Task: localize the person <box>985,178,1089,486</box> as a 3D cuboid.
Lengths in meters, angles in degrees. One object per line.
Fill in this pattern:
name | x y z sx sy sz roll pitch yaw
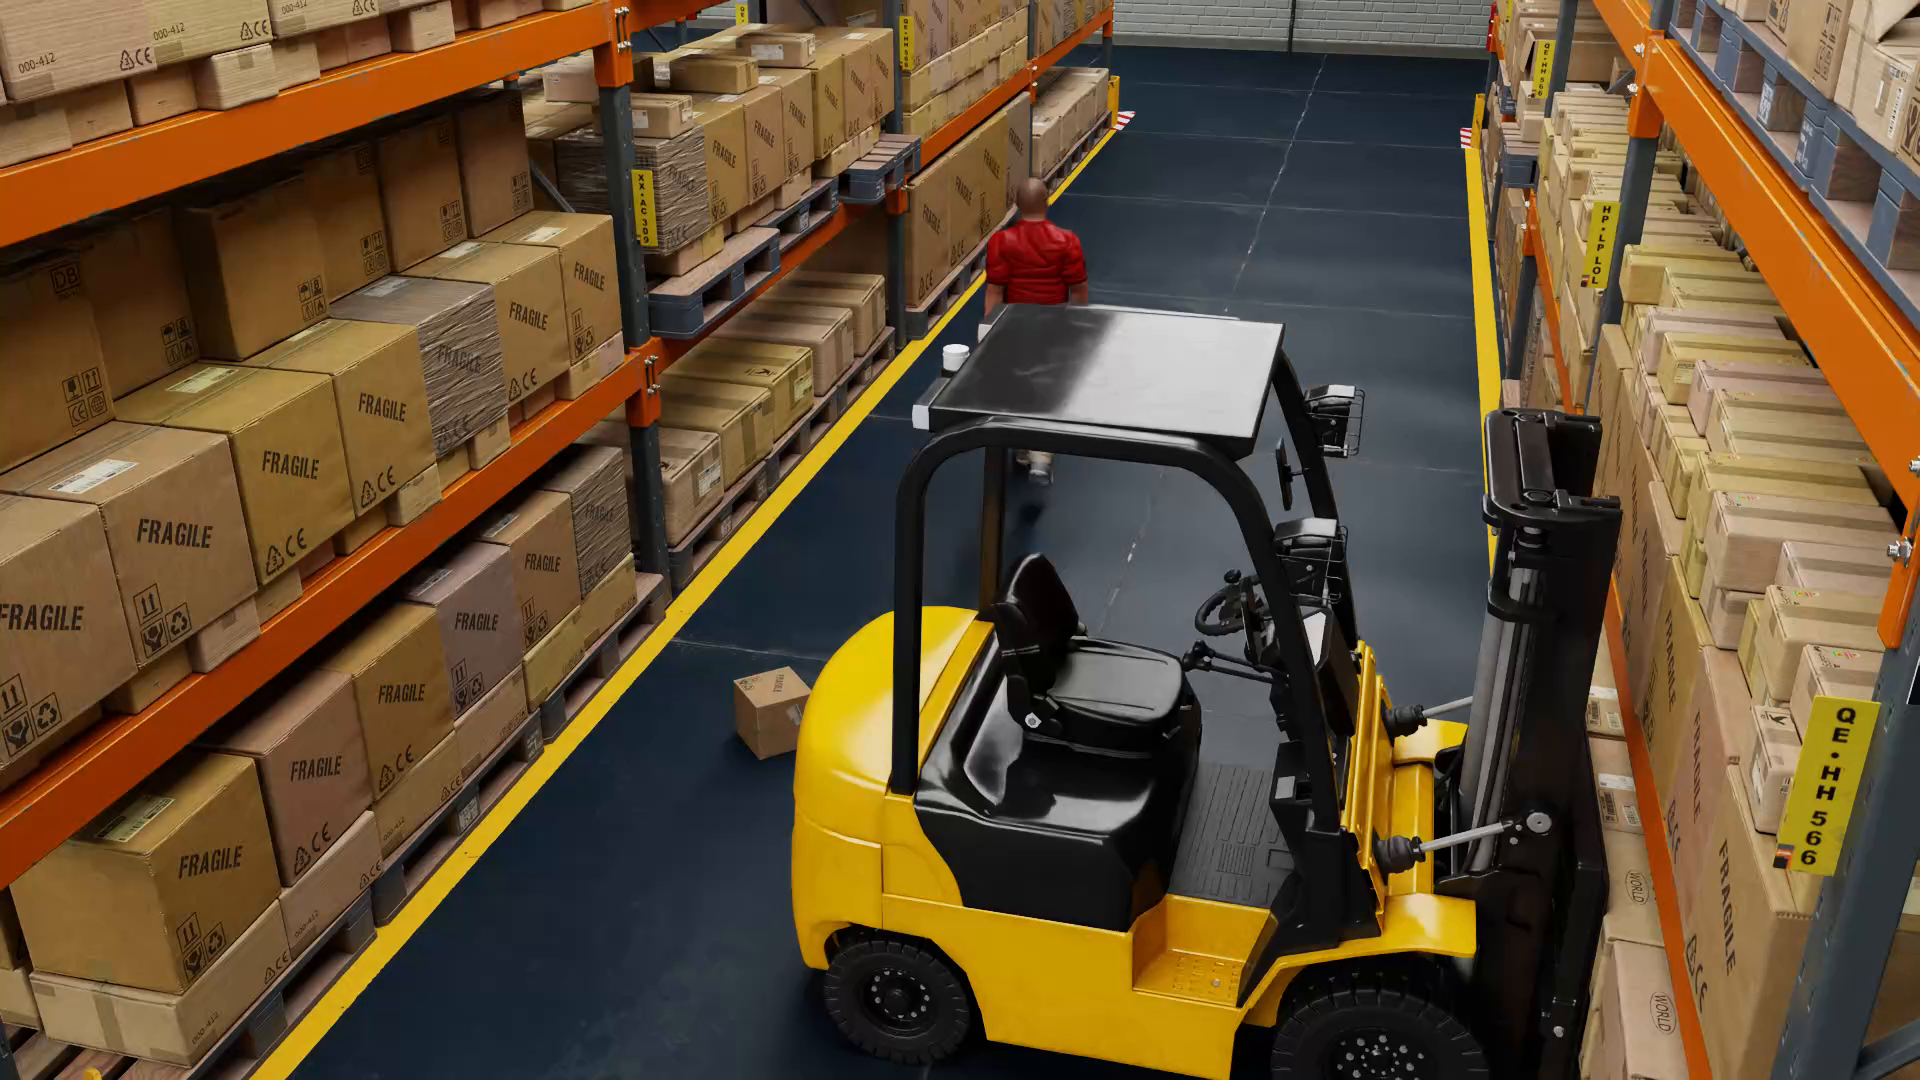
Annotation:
person | 0.416 -1.124 9.005 0.547 1.683 0.937 4 25 9
